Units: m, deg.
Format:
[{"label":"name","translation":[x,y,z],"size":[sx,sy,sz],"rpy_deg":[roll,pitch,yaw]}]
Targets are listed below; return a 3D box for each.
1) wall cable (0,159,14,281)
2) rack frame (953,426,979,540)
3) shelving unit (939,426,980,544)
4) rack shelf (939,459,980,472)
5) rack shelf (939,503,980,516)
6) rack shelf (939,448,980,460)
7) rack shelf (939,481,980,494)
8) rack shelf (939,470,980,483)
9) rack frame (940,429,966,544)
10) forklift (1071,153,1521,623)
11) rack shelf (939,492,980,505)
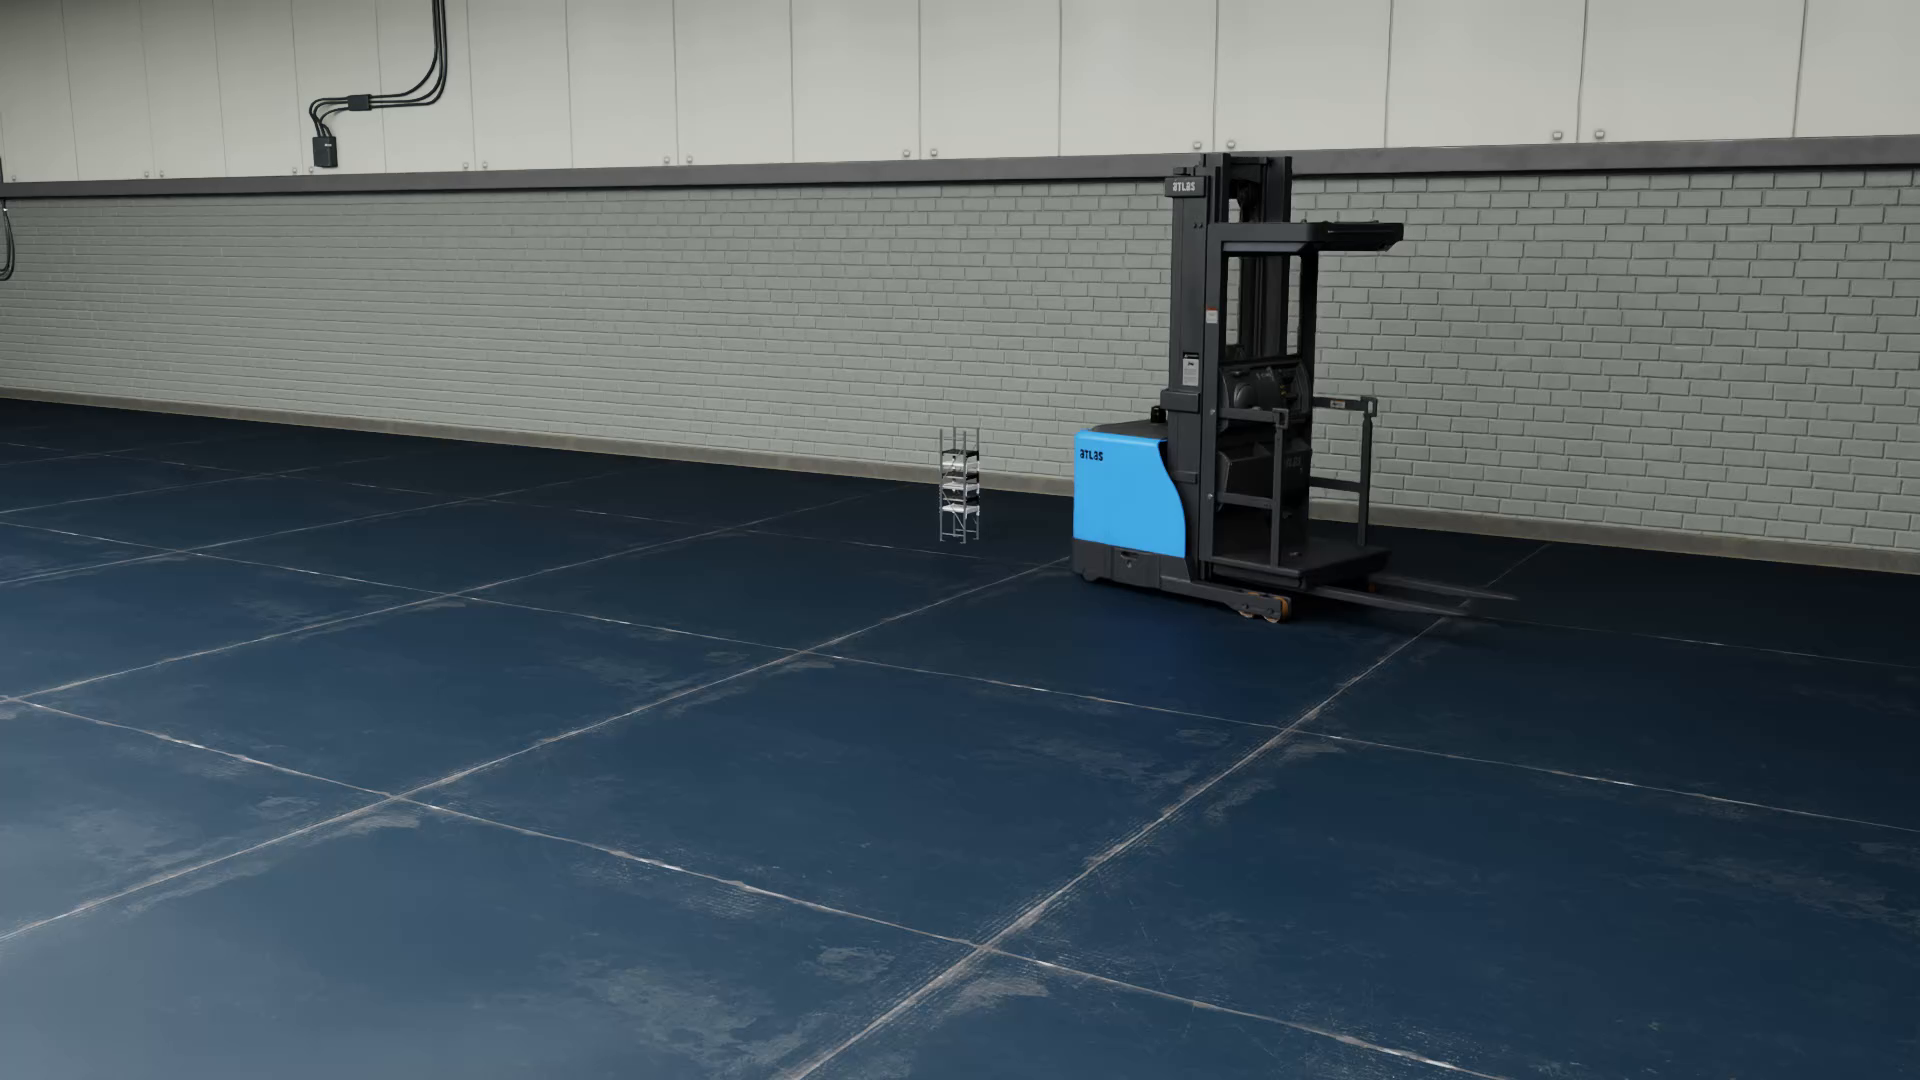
[{"label":"wall cable","translation":[-14.930,-5.082,24.497],"size":[3.097,2.526,0.112],"rpy_deg":[6,12,31]},{"label":"rack frame","translation":[0.049,-0.457,13.364],"size":[0.240,0.900,0.006],"rpy_deg":[6,12,31]},{"label":"shelving unit","translation":[-0.004,-0.441,13.279],"size":[0.258,0.900,0.210],"rpy_deg":[6,12,31]},{"label":"rack shelf","translation":[-0.004,-0.585,13.252],"size":[0.258,0.077,0.200],"rpy_deg":[6,12,31]},{"label":"rack shelf","translation":[-0.004,-0.231,13.318],"size":[0.258,0.077,0.200],"rpy_deg":[6,12,31]},{"label":"rack shelf","translation":[-0.004,-0.674,13.236],"size":[0.258,0.077,0.200],"rpy_deg":[6,12,31]},{"label":"rack shelf","translation":[-0.004,-0.408,13.285],"size":[0.258,0.077,0.200],"rpy_deg":[6,12,31]},{"label":"rack shelf","translation":[-0.004,-0.497,13.269],"size":[0.258,0.077,0.200],"rpy_deg":[6,12,31]},{"label":"rack frame","translation":[-0.057,-0.425,13.194],"size":[0.240,0.900,0.006],"rpy_deg":[6,12,31]},{"label":"forklift","translation":[2.171,-1.021,10.860],"size":[1.130,2.935,3.031],"rpy_deg":[-10,15,-43]},{"label":"rack shelf","translation":[-0.004,-0.320,13.302],"size":[0.258,0.077,0.200],"rpy_deg":[6,12,31]}]
